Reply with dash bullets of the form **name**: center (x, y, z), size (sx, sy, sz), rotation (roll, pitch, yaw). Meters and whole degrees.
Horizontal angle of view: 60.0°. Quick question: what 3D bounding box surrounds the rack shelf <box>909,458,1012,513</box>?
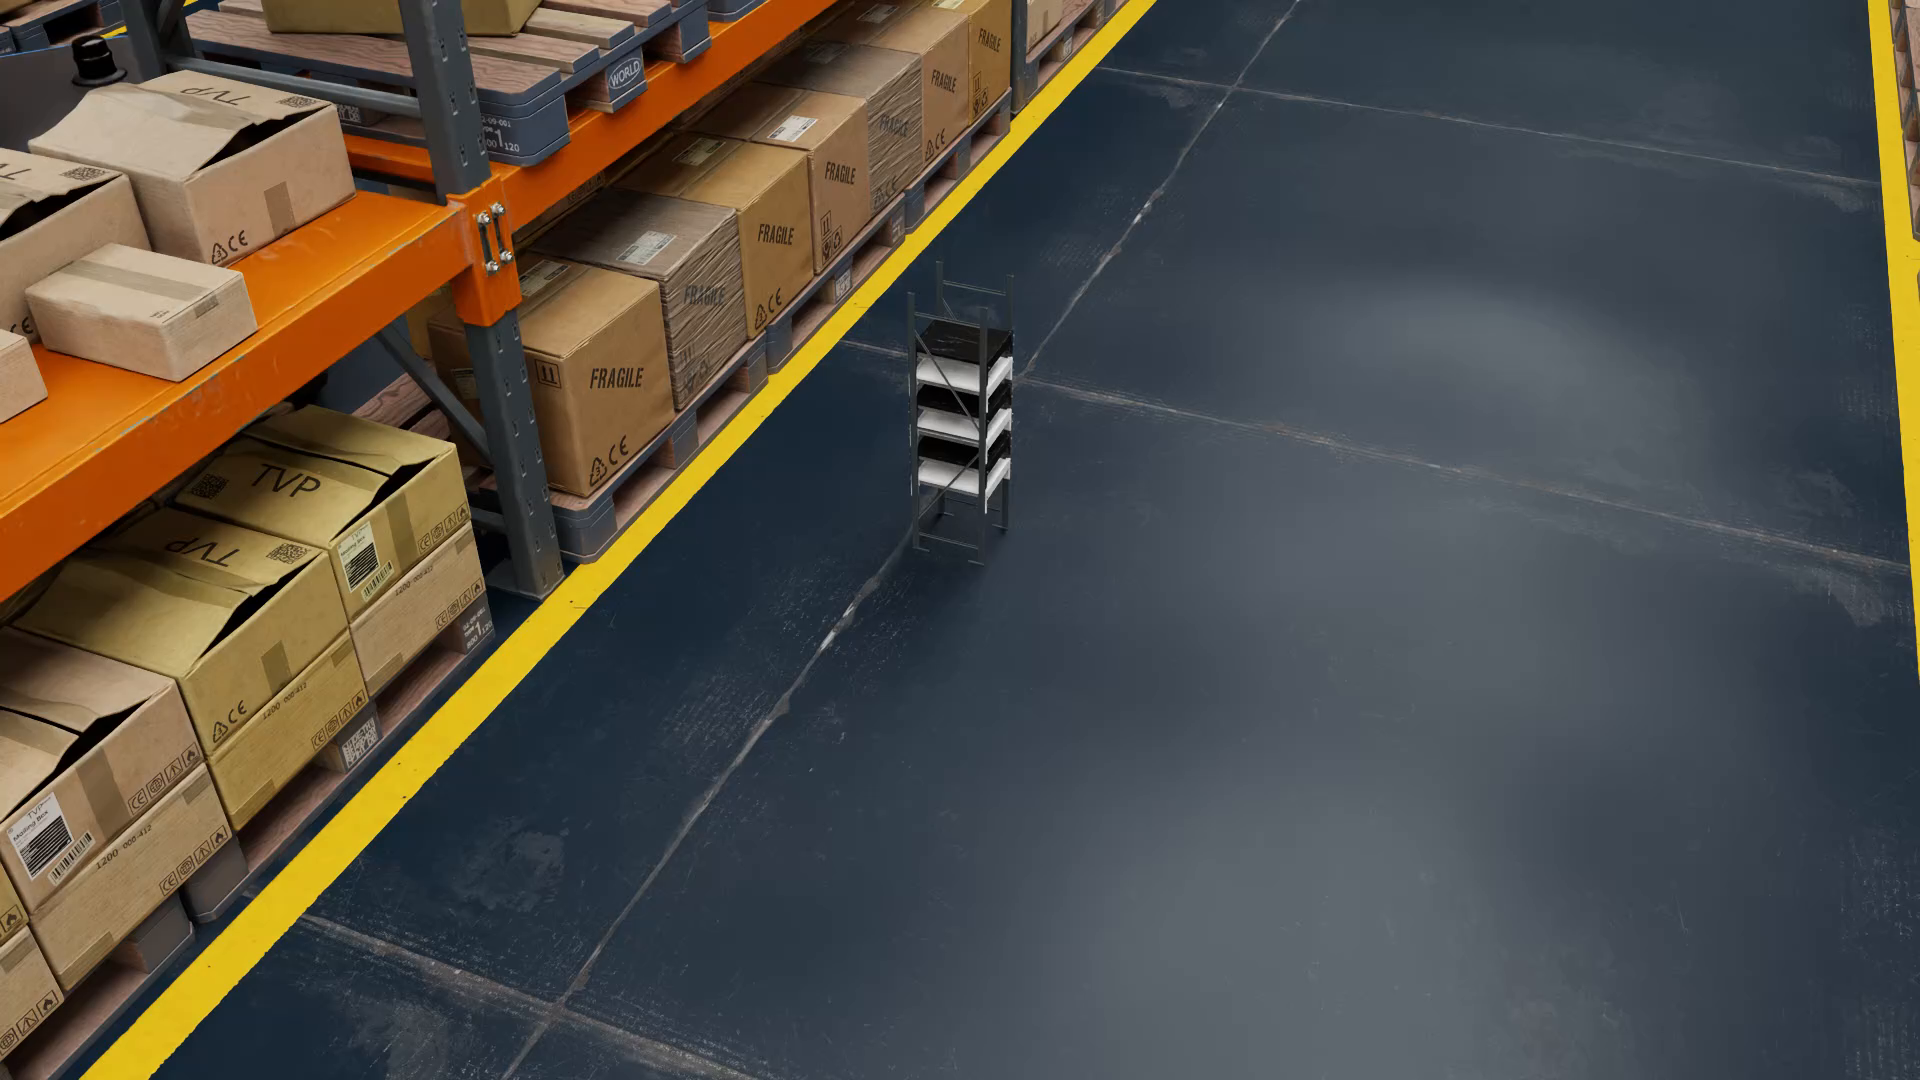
- **rack shelf**: center (0.003, -0.194, 5.114), size (0.258, 0.077, 0.200), rotation (14, 39, 18)

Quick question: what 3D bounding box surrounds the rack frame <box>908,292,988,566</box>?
- **rack frame**: center (-0.036, -0.309, 4.911), size (0.240, 0.900, 0.006), rotation (14, 39, 18)

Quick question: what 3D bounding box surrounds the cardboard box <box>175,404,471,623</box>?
- **cardboard box**: center (-1.664, -0.107, 4.365), size (0.500, 0.311, 0.500), rotation (15, 39, 19)

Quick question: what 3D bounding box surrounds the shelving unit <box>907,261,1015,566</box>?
- **shelving unit**: center (0.003, -0.365, 4.987), size (0.258, 0.900, 0.210), rotation (14, 39, 18)

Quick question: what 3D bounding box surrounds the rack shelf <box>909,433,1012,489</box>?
- **rack shelf**: center (0.003, -0.266, 5.060), size (0.258, 0.077, 0.200), rotation (14, 39, 18)

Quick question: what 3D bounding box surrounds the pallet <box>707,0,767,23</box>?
- **pallet**: center (-0.956, -2.162, 5.797), size (1.003, 0.211, 1.213), rotation (14, 39, 18)

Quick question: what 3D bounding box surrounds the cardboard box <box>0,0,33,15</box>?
- **cardboard box**: center (-5.215, -2.927, 8.105), size (0.750, 0.750, 0.750), rotation (15, 39, 19)

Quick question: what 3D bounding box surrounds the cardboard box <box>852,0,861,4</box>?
- **cardboard box**: center (-0.580, -2.339, 7.594), size (0.500, 0.500, 0.500), rotation (12, 38, 16)

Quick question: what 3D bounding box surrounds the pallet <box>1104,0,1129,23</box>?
- **pallet**: center (0.555, -3.317, 9.511), size (1.003, 0.211, 1.213), rotation (14, 39, 18)

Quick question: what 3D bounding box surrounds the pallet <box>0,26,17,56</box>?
- **pallet**: center (-5.439, -2.263, 8.101), size (1.003, 0.211, 1.213), rotation (14, 39, 18)

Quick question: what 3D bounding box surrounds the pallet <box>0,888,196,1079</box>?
- **pallet**: center (-2.507, 1.076, 3.634), size (1.003, 0.211, 1.213), rotation (14, 39, 18)

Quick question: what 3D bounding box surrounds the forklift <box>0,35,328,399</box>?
- **forklift**: center (-3.768, -1.458, 4.753), size (3.031, 2.935, 1.130), rotation (-20, 41, -24)

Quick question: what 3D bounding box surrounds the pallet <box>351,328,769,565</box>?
- **pallet**: center (-1.373, -0.449, 5.674), size (1.003, 0.211, 1.213), rotation (14, 39, 18)

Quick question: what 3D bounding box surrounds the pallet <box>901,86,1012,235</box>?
- **pallet**: center (-0.445, -1.800, 7.482), size (1.003, 0.211, 1.213), rotation (14, 39, 18)

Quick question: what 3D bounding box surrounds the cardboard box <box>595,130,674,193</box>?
- **cardboard box**: center (-1.356, -1.194, 6.062), size (0.500, 0.500, 0.500), rotation (12, 39, 16)

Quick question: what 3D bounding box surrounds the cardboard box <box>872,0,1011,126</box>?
- **cardboard box**: center (-0.093, -2.212, 7.425), size (0.500, 0.500, 0.500), rotation (14, 39, 17)

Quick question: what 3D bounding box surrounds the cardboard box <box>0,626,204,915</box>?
- **cardboard box**: center (-2.050, 0.461, 3.605), size (0.500, 0.311, 0.500), rotation (14, 39, 17)

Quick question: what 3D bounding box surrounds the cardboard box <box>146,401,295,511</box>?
- **cardboard box**: center (-2.163, -0.230, 4.529), size (0.500, 0.311, 0.500), rotation (15, 39, 19)

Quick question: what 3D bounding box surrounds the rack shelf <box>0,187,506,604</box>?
- **rack shelf**: center (-2.453, 0.234, 3.032), size (1.077, 0.370, 4.000), rotation (14, 39, 18)

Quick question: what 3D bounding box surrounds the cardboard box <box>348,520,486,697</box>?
- **cardboard box**: center (-1.667, 0.119, 4.532), size (0.500, 0.250, 0.500), rotation (15, 39, 19)

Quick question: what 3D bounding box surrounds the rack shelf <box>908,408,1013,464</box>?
- **rack shelf**: center (0.003, -0.338, 5.007), size (0.258, 0.077, 0.200), rotation (14, 39, 18)

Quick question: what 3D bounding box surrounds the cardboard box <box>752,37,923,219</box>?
- **cardboard box**: center (-0.480, -1.663, 6.690), size (0.500, 0.500, 0.500), rotation (14, 39, 18)

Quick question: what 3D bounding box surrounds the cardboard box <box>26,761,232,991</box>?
- **cardboard box**: center (-2.054, 0.683, 3.777), size (0.500, 0.250, 0.500), rotation (15, 39, 19)

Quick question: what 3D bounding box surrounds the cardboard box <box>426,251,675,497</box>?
- **cardboard box**: center (-1.255, -0.523, 5.165), size (0.500, 0.500, 0.500), rotation (15, 39, 20)

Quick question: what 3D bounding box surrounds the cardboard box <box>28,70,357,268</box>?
- **cardboard box**: center (-1.871, -0.934, 4.069), size (0.500, 0.311, 0.500), rotation (16, 40, 21)

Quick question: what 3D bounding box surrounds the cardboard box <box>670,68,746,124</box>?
- **cardboard box**: center (-1.150, -1.807, 6.257), size (0.500, 0.250, 0.500), rotation (13, 39, 17)

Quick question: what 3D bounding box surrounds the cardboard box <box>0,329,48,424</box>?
- **cardboard box**: center (-2.125, -0.342, 3.412), size (0.380, 0.149, 0.250), rotation (17, 40, 21)

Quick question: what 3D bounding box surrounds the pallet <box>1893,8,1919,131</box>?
- **pallet**: center (5.116, -2.222, 8.047), size (1.003, 0.211, 1.213), rotation (14, 39, 18)

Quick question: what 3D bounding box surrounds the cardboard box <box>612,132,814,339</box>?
- **cardboard box**: center (-0.865, -1.091, 5.924), size (0.500, 0.500, 0.500), rotation (13, 39, 17)

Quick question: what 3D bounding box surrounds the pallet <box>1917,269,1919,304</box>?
- **pallet**: center (4.077, -0.711, 6.025), size (1.003, 0.211, 1.213), rotation (14, 39, 18)

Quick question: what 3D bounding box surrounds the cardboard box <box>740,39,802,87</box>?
- **cardboard box**: center (-0.969, -1.766, 6.827), size (0.500, 0.500, 0.500), rotation (14, 39, 18)

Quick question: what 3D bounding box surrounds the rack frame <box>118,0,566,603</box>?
- **rack frame**: center (-1.692, -1.161, 4.298), size (1.000, 3.000, 0.127), rotation (14, 39, 18)
